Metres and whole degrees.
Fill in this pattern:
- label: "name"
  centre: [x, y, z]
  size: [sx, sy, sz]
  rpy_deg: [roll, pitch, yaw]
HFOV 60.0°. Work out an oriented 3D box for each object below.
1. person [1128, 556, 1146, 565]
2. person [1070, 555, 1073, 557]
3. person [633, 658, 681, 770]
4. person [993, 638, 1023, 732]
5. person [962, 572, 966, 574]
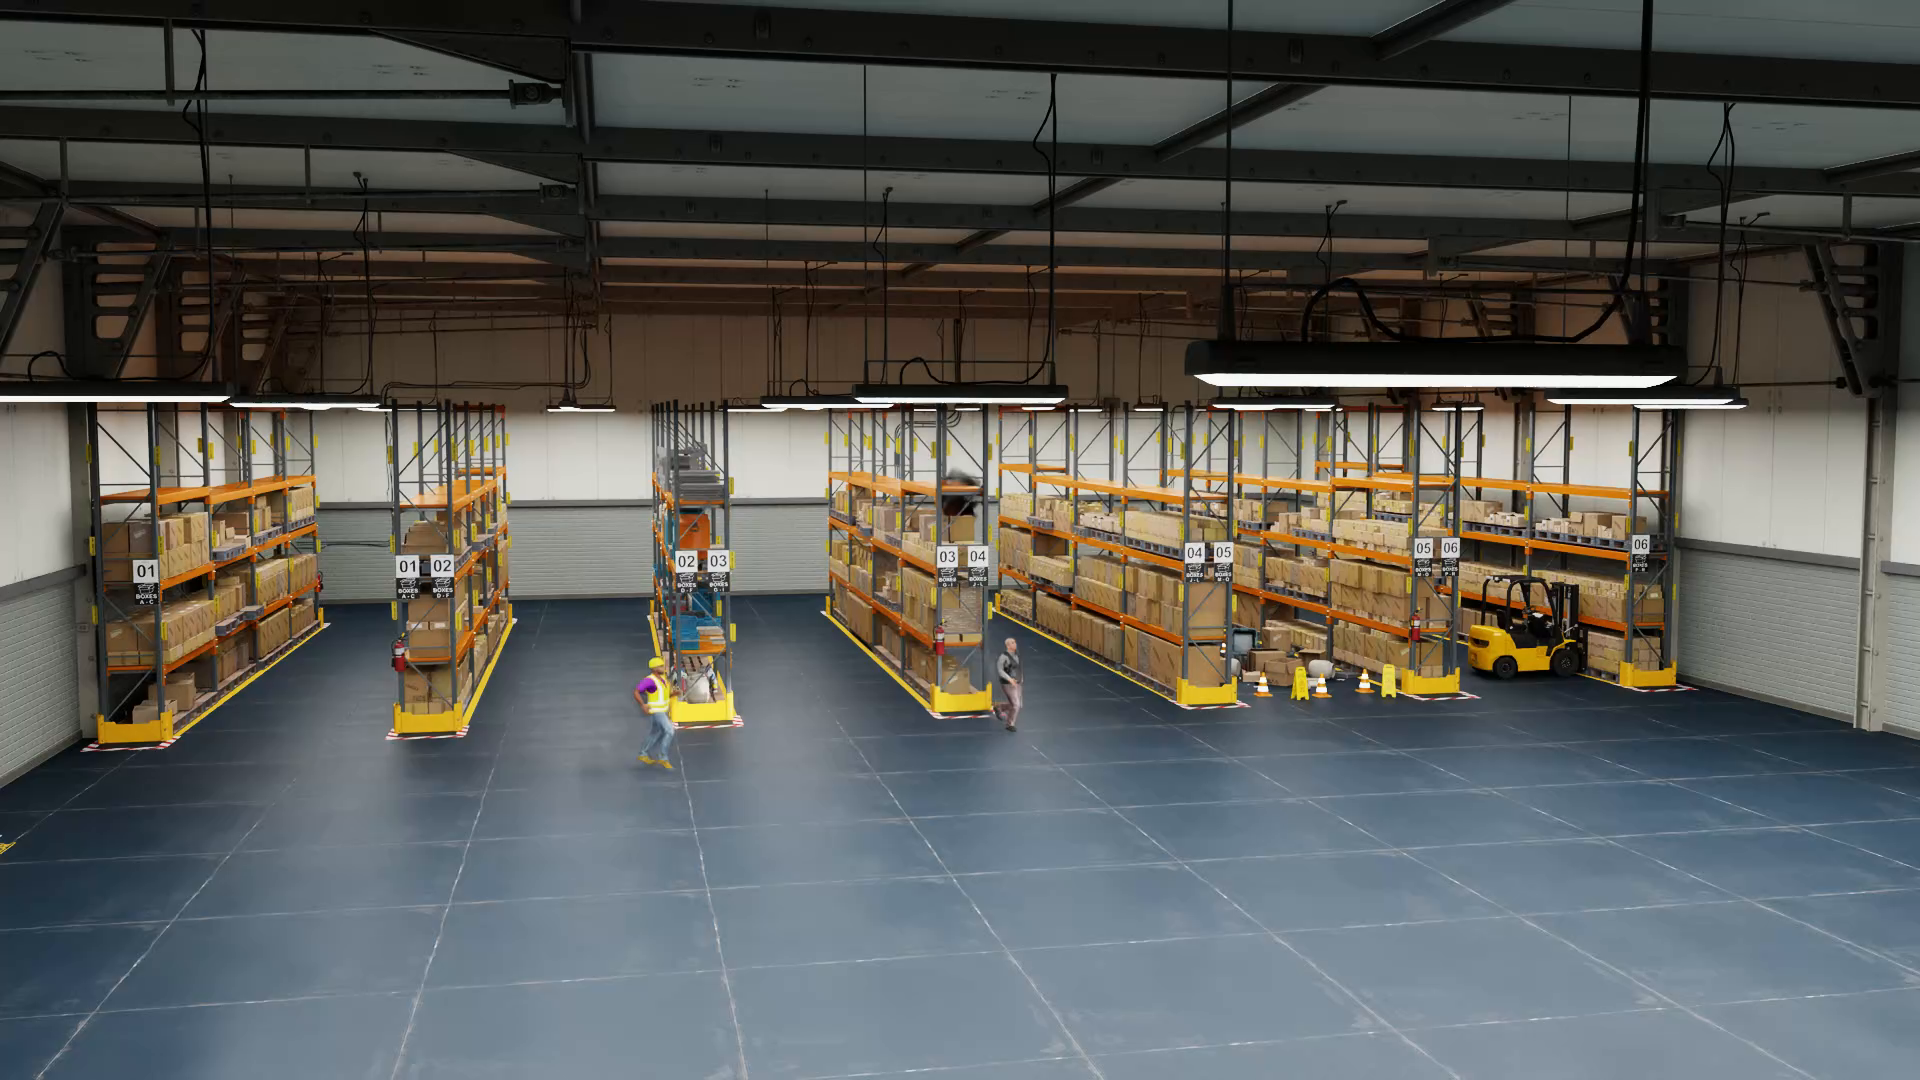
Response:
- label: "person"
  centre: [5.334, 0.936, 50.648]
  size: [0.794, 1.696, 0.669]
  rpy_deg: [0, 4, -5]
- label: "person"
  centre: [3.269, 1.217, 49.124]
  size: [0.635, 1.608, 0.543]
  rpy_deg: [-4, 6, -41]
- label: "person"
  centre: [-4.889, 2.815, 26.916]
  size: [0.764, 1.830, 0.670]
  rpy_deg: [1, 4, 7]
- label: "person"
  centre: [0.860, 2.614, 30.208]
  size: [0.666, 1.698, 0.664]
  rpy_deg: [3, 5, 36]
- label: "person"
  centre: [-0.070, 1.354, 46.876]
  size: [0.575, 1.698, 0.885]
  rpy_deg: [-1, 4, -9]
